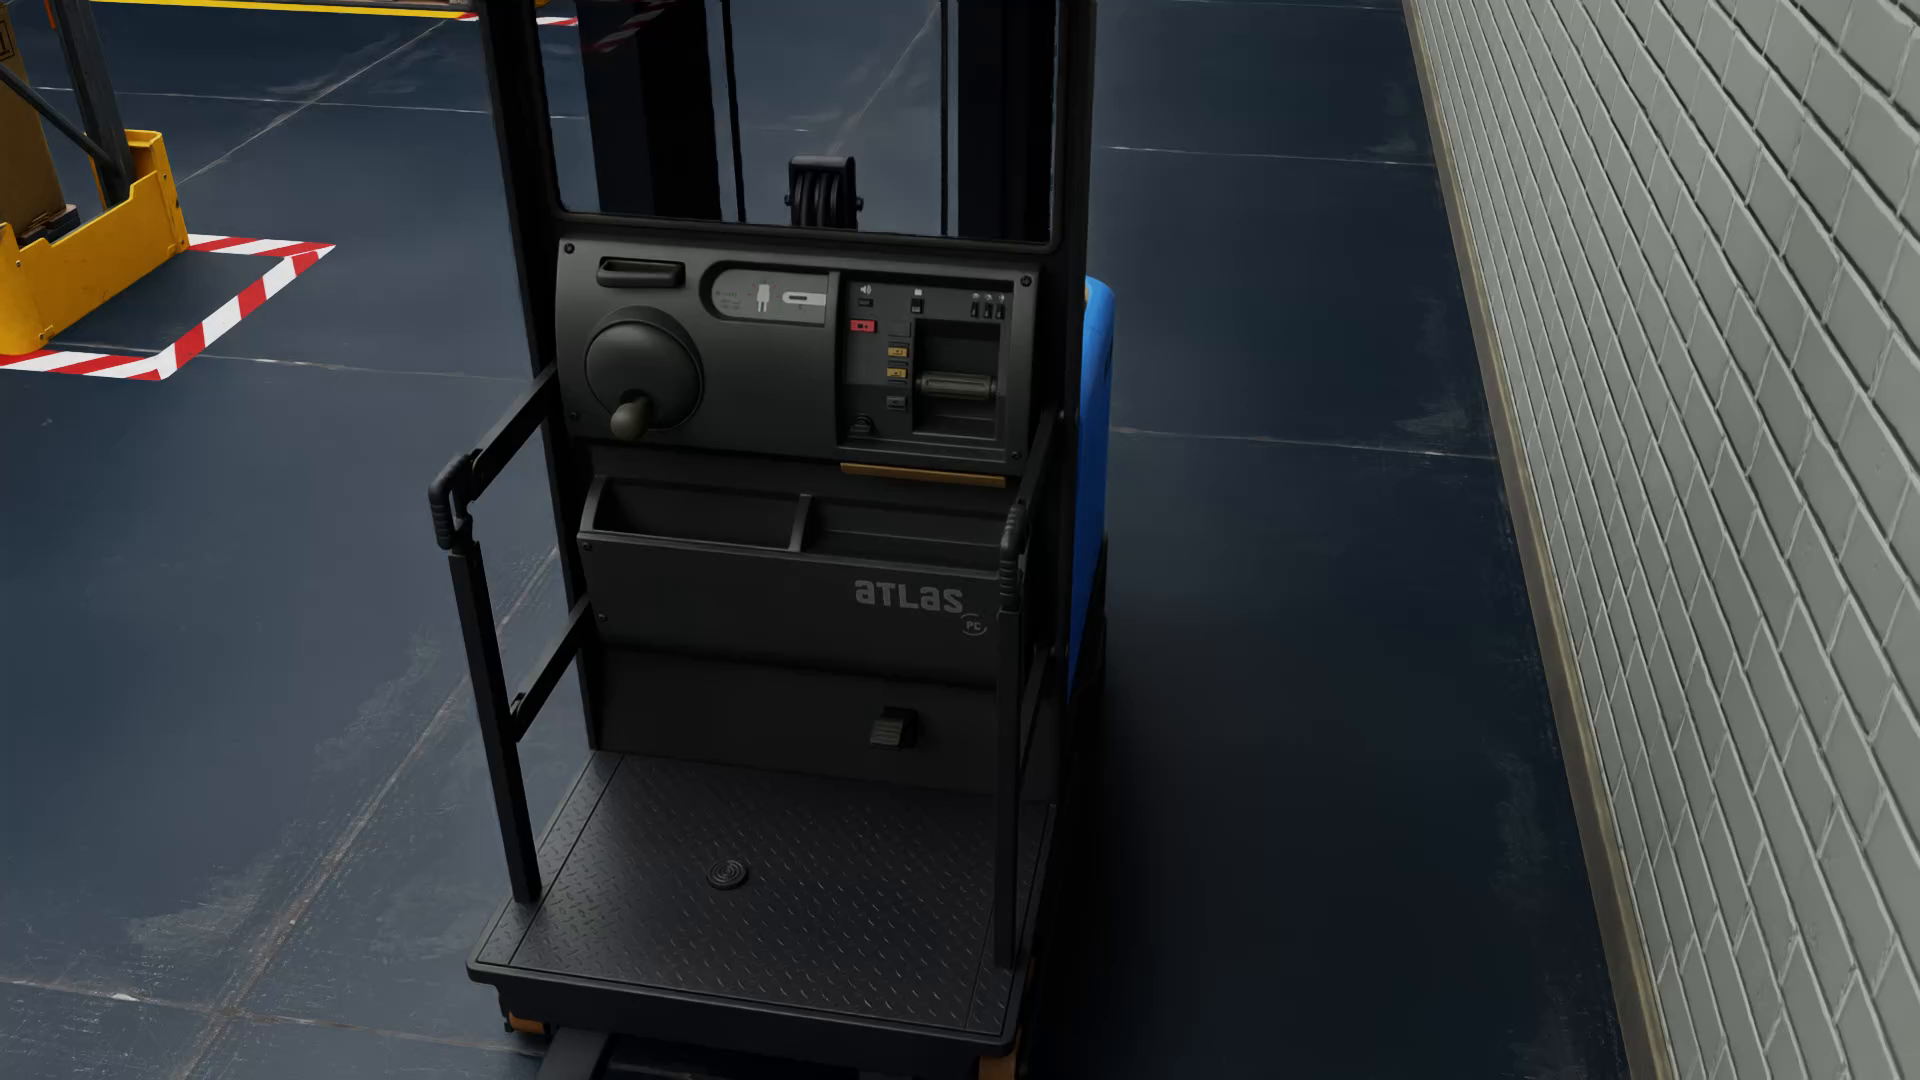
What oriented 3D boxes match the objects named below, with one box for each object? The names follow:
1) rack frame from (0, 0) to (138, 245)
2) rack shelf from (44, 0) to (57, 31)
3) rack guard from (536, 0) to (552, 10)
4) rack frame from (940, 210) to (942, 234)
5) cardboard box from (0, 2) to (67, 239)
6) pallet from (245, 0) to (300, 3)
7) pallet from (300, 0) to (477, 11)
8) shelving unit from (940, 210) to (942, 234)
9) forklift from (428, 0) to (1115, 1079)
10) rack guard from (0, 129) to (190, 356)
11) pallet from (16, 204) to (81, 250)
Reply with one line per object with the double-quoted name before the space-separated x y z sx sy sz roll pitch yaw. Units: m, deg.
"rack frame" -3.666 -2.297 6.093 0.127 3.000 1.000 5 32 8
"rack shelf" -5.637 -2.171 6.569 4.000 0.370 1.077 5 32 8
"rack guard" -2.807 -3.832 10.902 0.348 0.500 1.175 5 32 8
"rack frame" -0.068 -0.451 4.981 0.008 1.050 0.200 5 32 8
"cardboard box" -4.310 -1.590 6.569 0.875 0.875 0.875 5 32 8
"pallet" -4.838 -3.909 11.297 1.213 0.211 1.003 5 32 8
"pallet" -3.639 -3.799 11.121 1.213 0.211 1.003 5 32 8
"shelving unit" 0.053 -0.440 4.964 0.252 1.050 0.215 5 32 8
"forklift" -0.353 -0.302 2.970 1.130 2.935 3.031 6 32 9
"rack guard" -3.642 -1.235 6.752 0.348 0.500 1.175 5 32 8
"pallet" -4.467 -1.145 6.881 1.213 0.211 1.003 5 32 8
